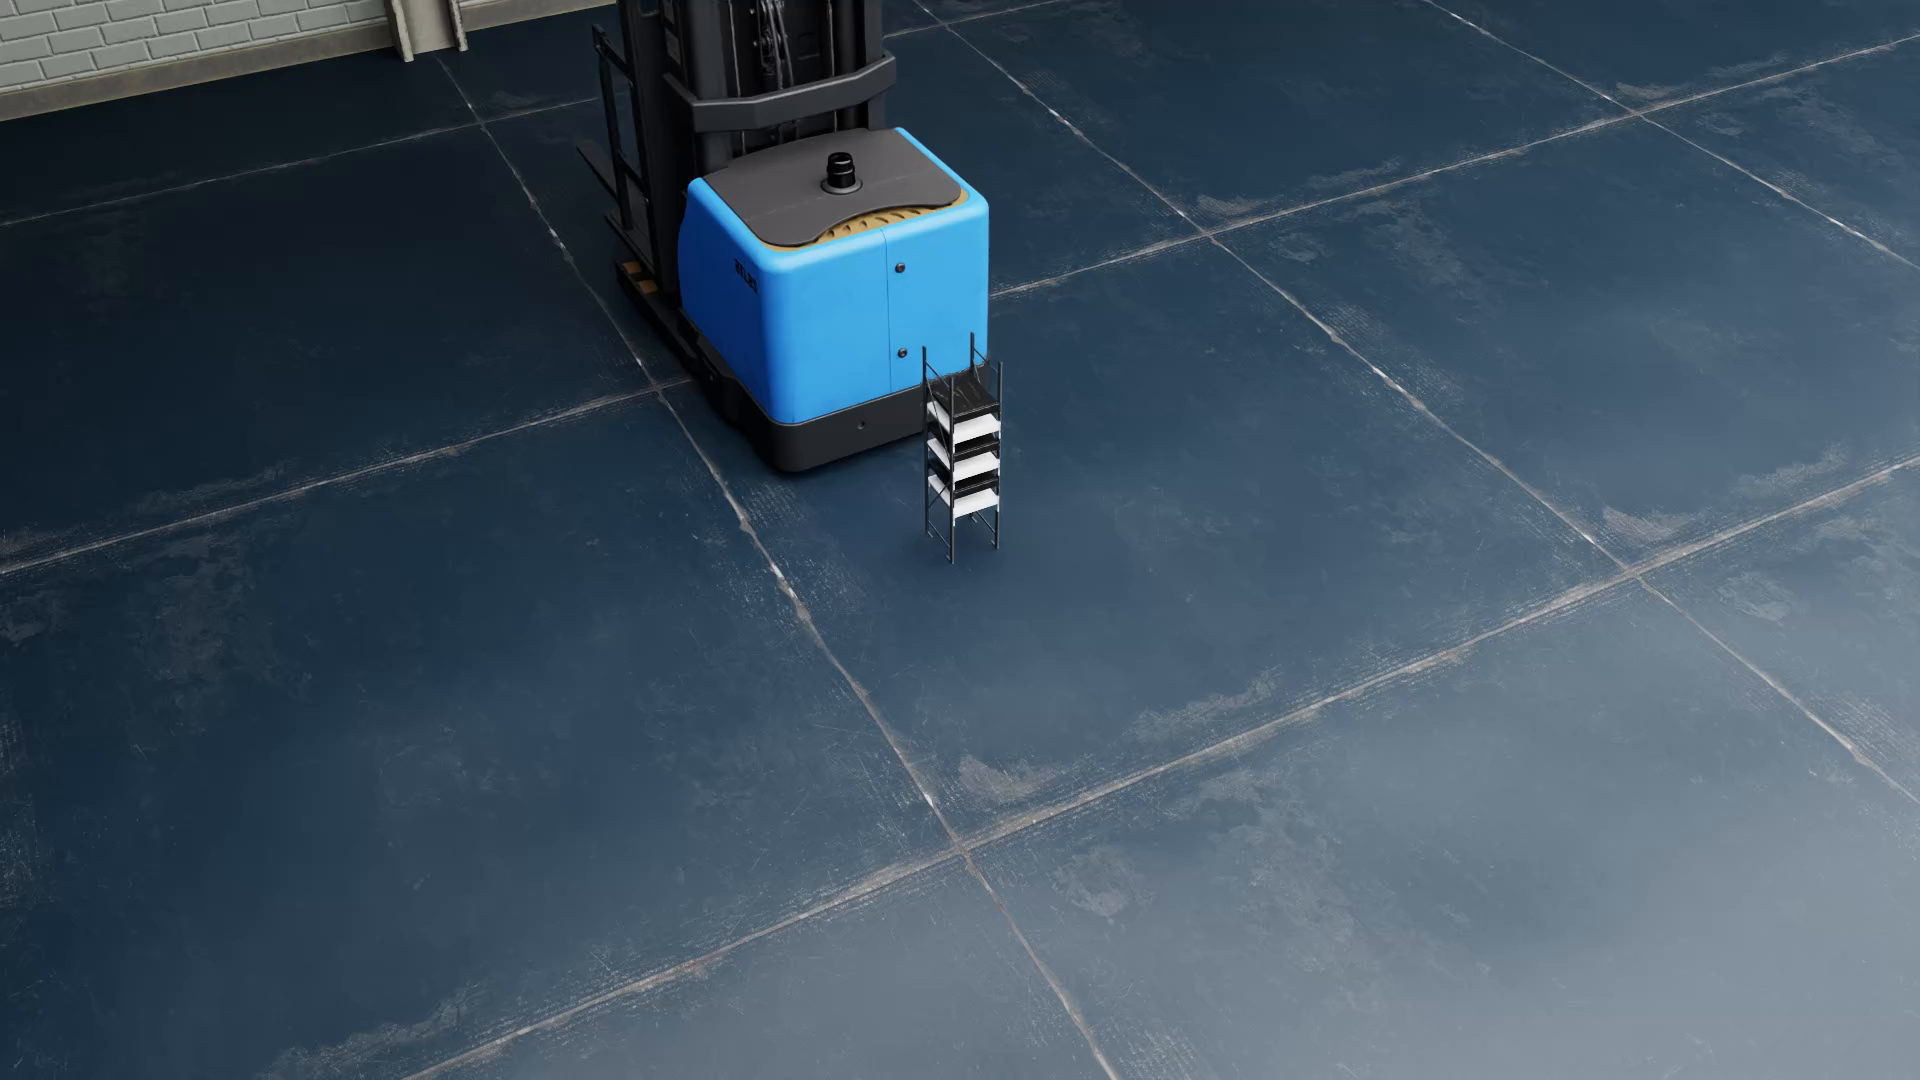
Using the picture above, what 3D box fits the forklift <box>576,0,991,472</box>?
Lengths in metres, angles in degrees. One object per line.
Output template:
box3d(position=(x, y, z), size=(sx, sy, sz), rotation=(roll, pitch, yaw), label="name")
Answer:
box3d(position=(-1.028, -2.318, 7.270), size=(1.129, 2.867, 3.031), rotation=(-20, 44, -22), label="forklift")

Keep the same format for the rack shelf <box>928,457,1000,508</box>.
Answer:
box3d(position=(0.007, -0.252, 6.542), size=(0.200, 0.077, 0.258), rotation=(-19, 44, -21), label="rack shelf")

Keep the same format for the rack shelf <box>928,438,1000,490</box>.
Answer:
box3d(position=(0.007, -0.320, 6.484), size=(0.200, 0.077, 0.258), rotation=(-19, 44, -21), label="rack shelf")

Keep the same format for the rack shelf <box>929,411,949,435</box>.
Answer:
box3d(position=(0.007, -0.469, 6.358), size=(0.184, 0.015, 0.199), rotation=(-19, 44, -21), label="rack shelf")

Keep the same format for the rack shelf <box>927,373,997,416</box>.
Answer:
box3d(position=(0.007, -0.542, 6.296), size=(0.190, 0.026, 0.221), rotation=(-19, 44, -21), label="rack shelf")

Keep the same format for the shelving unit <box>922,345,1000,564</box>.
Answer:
box3d(position=(0.005, -0.345, 6.461), size=(0.205, 0.900, 0.258), rotation=(-19, 44, -21), label="shelving unit")

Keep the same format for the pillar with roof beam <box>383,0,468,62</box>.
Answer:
box3d(position=(-1.320, -4.052, 4.571), size=(0.400, 9.000, 9.100), rotation=(-19, 44, -21), label="pillar with roof beam")

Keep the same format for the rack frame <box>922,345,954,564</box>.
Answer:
box3d(position=(-0.083, -0.316, 6.426), size=(0.006, 0.900, 0.240), rotation=(-19, 44, -21), label="rack frame")

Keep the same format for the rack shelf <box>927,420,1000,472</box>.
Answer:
box3d(position=(0.007, -0.389, 6.425), size=(0.200, 0.077, 0.258), rotation=(-19, 44, -21), label="rack shelf")

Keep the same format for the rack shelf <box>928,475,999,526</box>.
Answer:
box3d(position=(0.007, -0.183, 6.600), size=(0.200, 0.077, 0.258), rotation=(-19, 44, -21), label="rack shelf")
